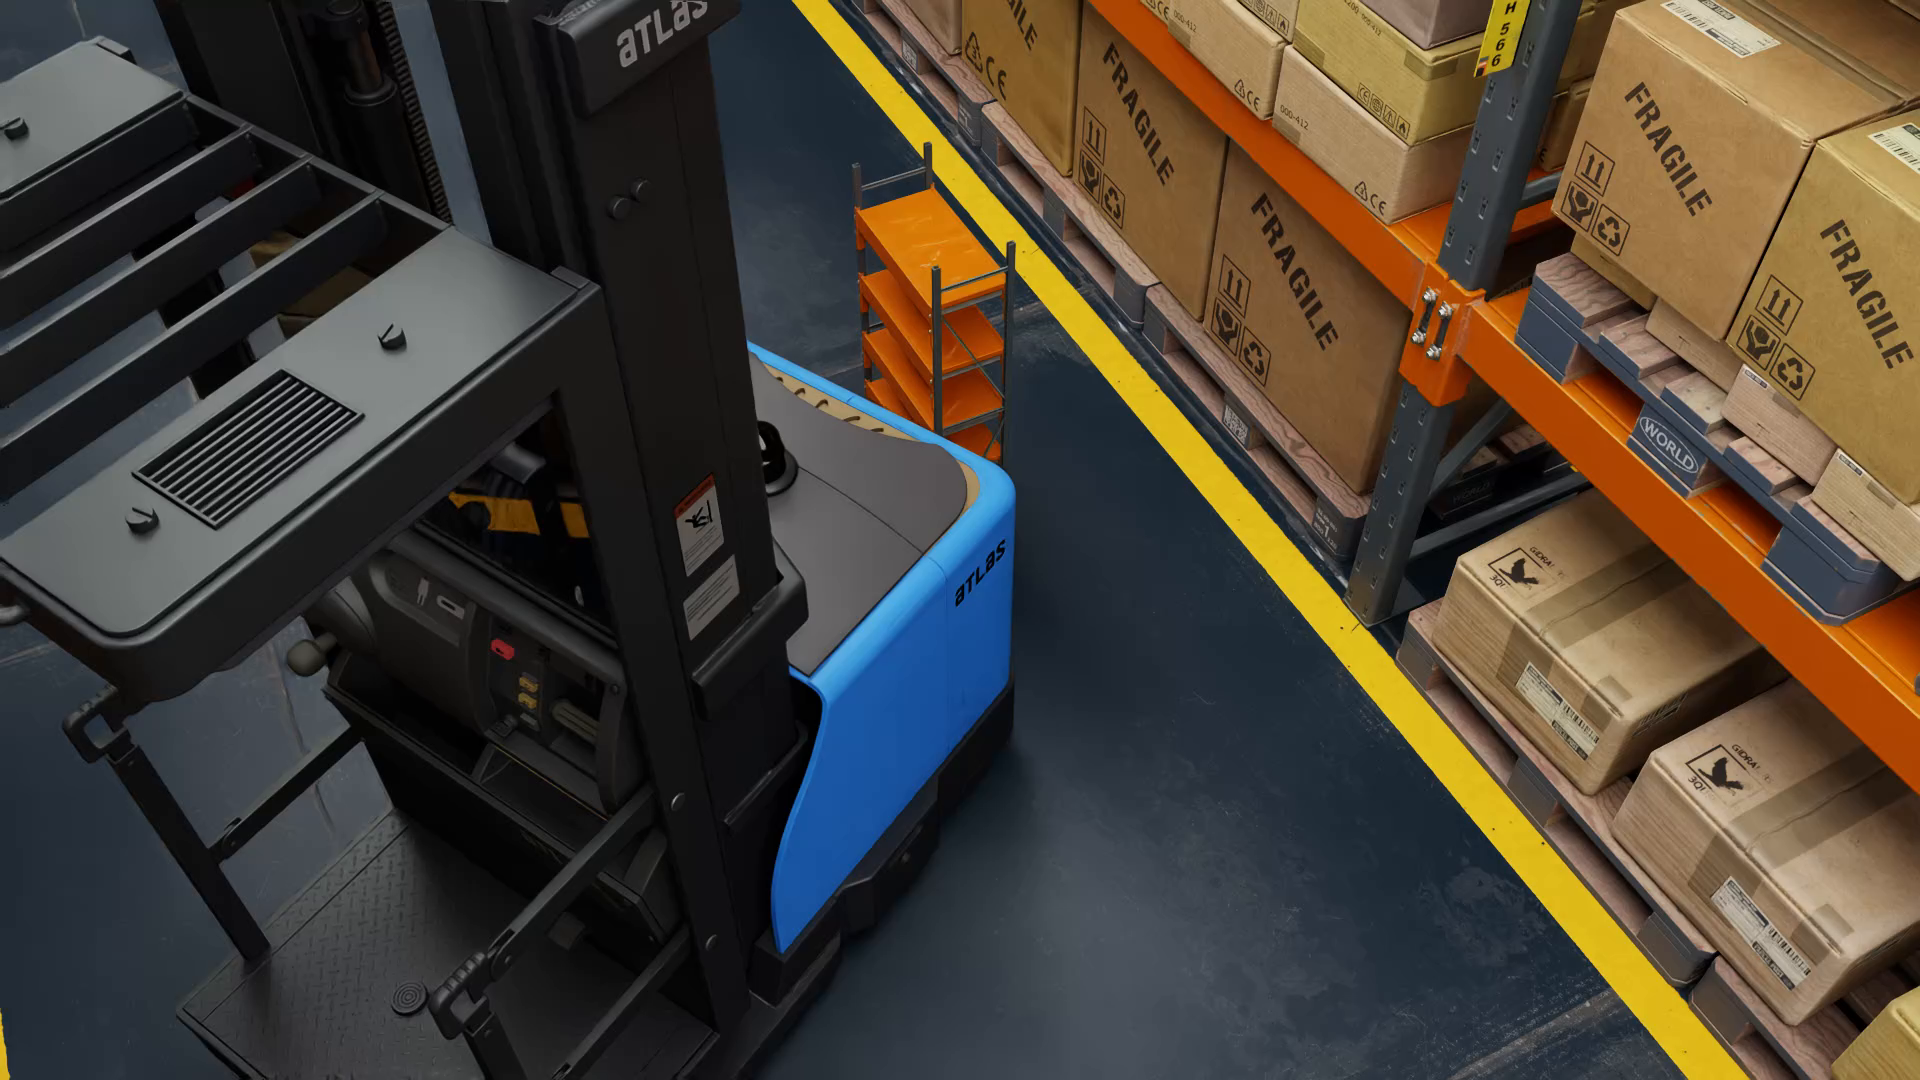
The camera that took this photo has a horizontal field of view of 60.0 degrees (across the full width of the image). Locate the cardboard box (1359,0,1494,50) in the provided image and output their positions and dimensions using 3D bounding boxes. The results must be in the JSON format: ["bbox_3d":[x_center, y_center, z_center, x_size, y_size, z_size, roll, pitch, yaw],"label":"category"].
[{"bbox_3d":[1.171,-1.547,3.880,0.500,0.500,0.500,-22,53,-18],"label":"cardboard box"}]

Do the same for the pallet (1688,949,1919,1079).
[{"bbox_3d":[2.551,1.328,3.948,1.003,0.211,1.213,-21,52,-18],"label":"pallet"}]

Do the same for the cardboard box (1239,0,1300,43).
[{"bbox_3d":[0.955,-1.623,4.444,0.500,0.250,0.500,-22,53,-18],"label":"cardboard box"}]

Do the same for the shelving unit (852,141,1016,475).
[{"bbox_3d":[-0.076,-0.506,4.895,0.258,1.200,0.503,-21,52,-18],"label":"shelving unit"}]

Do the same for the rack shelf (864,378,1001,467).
[{"bbox_3d":[-0.076,-0.331,5.095,0.258,0.148,0.480,-21,52,-18],"label":"rack shelf"}]

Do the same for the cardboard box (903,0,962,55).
[{"bbox_3d":[0.165,-2.658,6.714,0.875,0.875,0.875,-20,52,-16],"label":"cardboard box"}]

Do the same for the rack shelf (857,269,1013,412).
[{"bbox_3d":[-0.076,-0.609,4.778,0.258,0.148,0.480,-21,52,-18],"label":"rack shelf"}]

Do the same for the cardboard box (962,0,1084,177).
[{"bbox_3d":[0.585,-2.056,6.188,0.875,0.875,0.875,-20,52,-16],"label":"cardboard box"}]

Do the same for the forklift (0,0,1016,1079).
[{"bbox_3d":[-1.103,0.290,3.049,1.130,2.935,3.031,28,54,22],"label":"forklift"}]

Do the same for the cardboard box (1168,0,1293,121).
[{"bbox_3d":[0.931,-1.465,4.638,0.500,0.250,0.500,-20,52,-17],"label":"cardboard box"}]

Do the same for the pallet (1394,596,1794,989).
[{"bbox_3d":[1.997,0.512,4.662,1.003,0.211,1.213,-21,52,-18],"label":"pallet"}]

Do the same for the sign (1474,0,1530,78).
[{"bbox_3d":[1.149,-1.117,3.465,0.100,0.325,0.005,-21,52,-18],"label":"sign"}]

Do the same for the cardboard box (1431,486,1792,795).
[{"bbox_3d":[1.890,0.179,4.567,0.950,0.372,0.625,-24,53,-20],"label":"cardboard box"}]

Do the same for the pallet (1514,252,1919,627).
[{"bbox_3d":[2.061,-0.426,3.757,1.213,0.211,1.003,-21,52,-18],"label":"pallet"}]

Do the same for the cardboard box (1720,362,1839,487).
[{"bbox_3d":[1.808,-0.303,3.410,0.380,0.149,0.250,-24,53,-20],"label":"cardboard box"}]

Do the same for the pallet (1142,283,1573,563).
[{"bbox_3d":[1.347,-0.565,5.604,1.003,0.211,1.213,-21,52,-18],"label":"pallet"}]

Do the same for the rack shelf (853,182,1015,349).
[{"bbox_3d":[-0.076,-0.764,4.599,0.258,0.148,0.480,-21,52,-18],"label":"rack shelf"}]

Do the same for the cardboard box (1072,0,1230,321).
[{"bbox_3d":[0.994,-1.457,5.664,0.875,0.875,0.875,-21,52,-17],"label":"cardboard box"}]

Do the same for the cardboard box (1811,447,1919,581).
[{"bbox_3d":[1.915,-0.112,3.243,0.380,0.149,0.250,-21,52,-17],"label":"cardboard box"}]

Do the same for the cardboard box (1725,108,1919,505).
[{"bbox_3d":[1.885,-0.471,3.126,0.500,0.500,0.500,-19,51,-16],"label":"cardboard box"}]

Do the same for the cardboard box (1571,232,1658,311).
[{"bbox_3d":[1.624,-0.703,3.760,0.380,0.149,0.250,-24,53,-20],"label":"cardboard box"}]

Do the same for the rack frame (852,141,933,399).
[{"bbox_3d":[-0.187,-0.669,5.038,0.240,1.200,0.015,-21,52,-18],"label":"rack frame"}]

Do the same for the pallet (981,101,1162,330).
[{"bbox_3d":[0.792,-1.380,6.317,1.003,0.211,1.213,-21,52,-18],"label":"pallet"}]

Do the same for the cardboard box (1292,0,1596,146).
[{"bbox_3d":[1.193,-1.281,4.145,0.500,0.250,0.500,-21,52,-18],"label":"cardboard box"}]

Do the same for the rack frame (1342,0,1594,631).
[{"bbox_3d":[1.641,-0.929,4.070,1.000,3.000,0.127,-21,52,-18],"label":"rack frame"}]

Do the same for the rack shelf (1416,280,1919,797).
[{"bbox_3d":[2.556,0.646,3.170,1.077,0.370,4.000,-21,52,-18],"label":"rack shelf"}]

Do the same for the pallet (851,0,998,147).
[{"bbox_3d":[0.230,-2.198,7.032,1.003,0.211,1.213,-21,52,-18],"label":"pallet"}]

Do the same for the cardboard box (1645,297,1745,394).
[{"bbox_3d":[1.723,-0.502,3.584,0.380,0.149,0.250,-24,53,-20],"label":"cardboard box"}]

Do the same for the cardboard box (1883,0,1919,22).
[{"bbox_3d":[2.096,-0.990,3.580,0.500,0.500,0.500,-23,53,-19],"label":"cardboard box"}]

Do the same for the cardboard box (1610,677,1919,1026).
[{"bbox_3d":[2.235,0.670,4.138,0.950,0.372,0.625,-22,52,-18],"label":"cardboard box"}]

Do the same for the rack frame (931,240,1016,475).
[{"bbox_3d":[0.036,-0.342,4.752,0.240,1.200,0.015,-21,52,-18],"label":"rack frame"}]

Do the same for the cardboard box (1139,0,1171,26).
[{"bbox_3d":[0.714,-1.808,4.938,0.500,0.250,0.500,-22,52,-18],"label":"cardboard box"}]

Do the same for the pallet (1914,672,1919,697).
[{"bbox_3d":[2.583,0.445,2.996,1.003,0.211,1.213,-21,52,-18],"label":"pallet"}]

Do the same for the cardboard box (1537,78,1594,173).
[{"bbox_3d":[1.640,-1.294,4.489,0.500,0.250,0.500,-22,52,-18],"label":"cardboard box"}]

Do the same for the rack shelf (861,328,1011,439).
[{"bbox_3d":[-0.076,-0.462,4.946,0.258,0.148,0.480,-21,52,-18],"label":"rack shelf"}]

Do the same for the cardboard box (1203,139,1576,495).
[{"bbox_3d":[1.398,-0.859,5.141,0.875,0.875,0.875,-22,52,-18],"label":"cardboard box"}]

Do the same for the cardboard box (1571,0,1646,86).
[{"bbox_3d":[1.628,-1.469,4.309,0.500,0.250,0.500,-22,52,-18],"label":"cardboard box"}]

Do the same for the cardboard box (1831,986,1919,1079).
[{"bbox_3d":[2.577,1.180,3.692,0.950,0.372,0.625,-20,52,-16],"label":"cardboard box"}]

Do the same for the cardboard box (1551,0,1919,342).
[{"bbox_3d":[1.641,-0.817,3.429,0.500,0.500,0.500,-23,53,-19],"label":"cardboard box"}]

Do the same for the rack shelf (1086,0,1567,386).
[{"bbox_3d":[0.725,-2.031,5.511,1.077,0.370,4.000,-21,52,-18],"label":"rack shelf"}]

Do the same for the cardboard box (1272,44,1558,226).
[{"bbox_3d":[1.178,-1.129,4.344,0.500,0.250,0.500,-23,53,-19],"label":"cardboard box"}]
